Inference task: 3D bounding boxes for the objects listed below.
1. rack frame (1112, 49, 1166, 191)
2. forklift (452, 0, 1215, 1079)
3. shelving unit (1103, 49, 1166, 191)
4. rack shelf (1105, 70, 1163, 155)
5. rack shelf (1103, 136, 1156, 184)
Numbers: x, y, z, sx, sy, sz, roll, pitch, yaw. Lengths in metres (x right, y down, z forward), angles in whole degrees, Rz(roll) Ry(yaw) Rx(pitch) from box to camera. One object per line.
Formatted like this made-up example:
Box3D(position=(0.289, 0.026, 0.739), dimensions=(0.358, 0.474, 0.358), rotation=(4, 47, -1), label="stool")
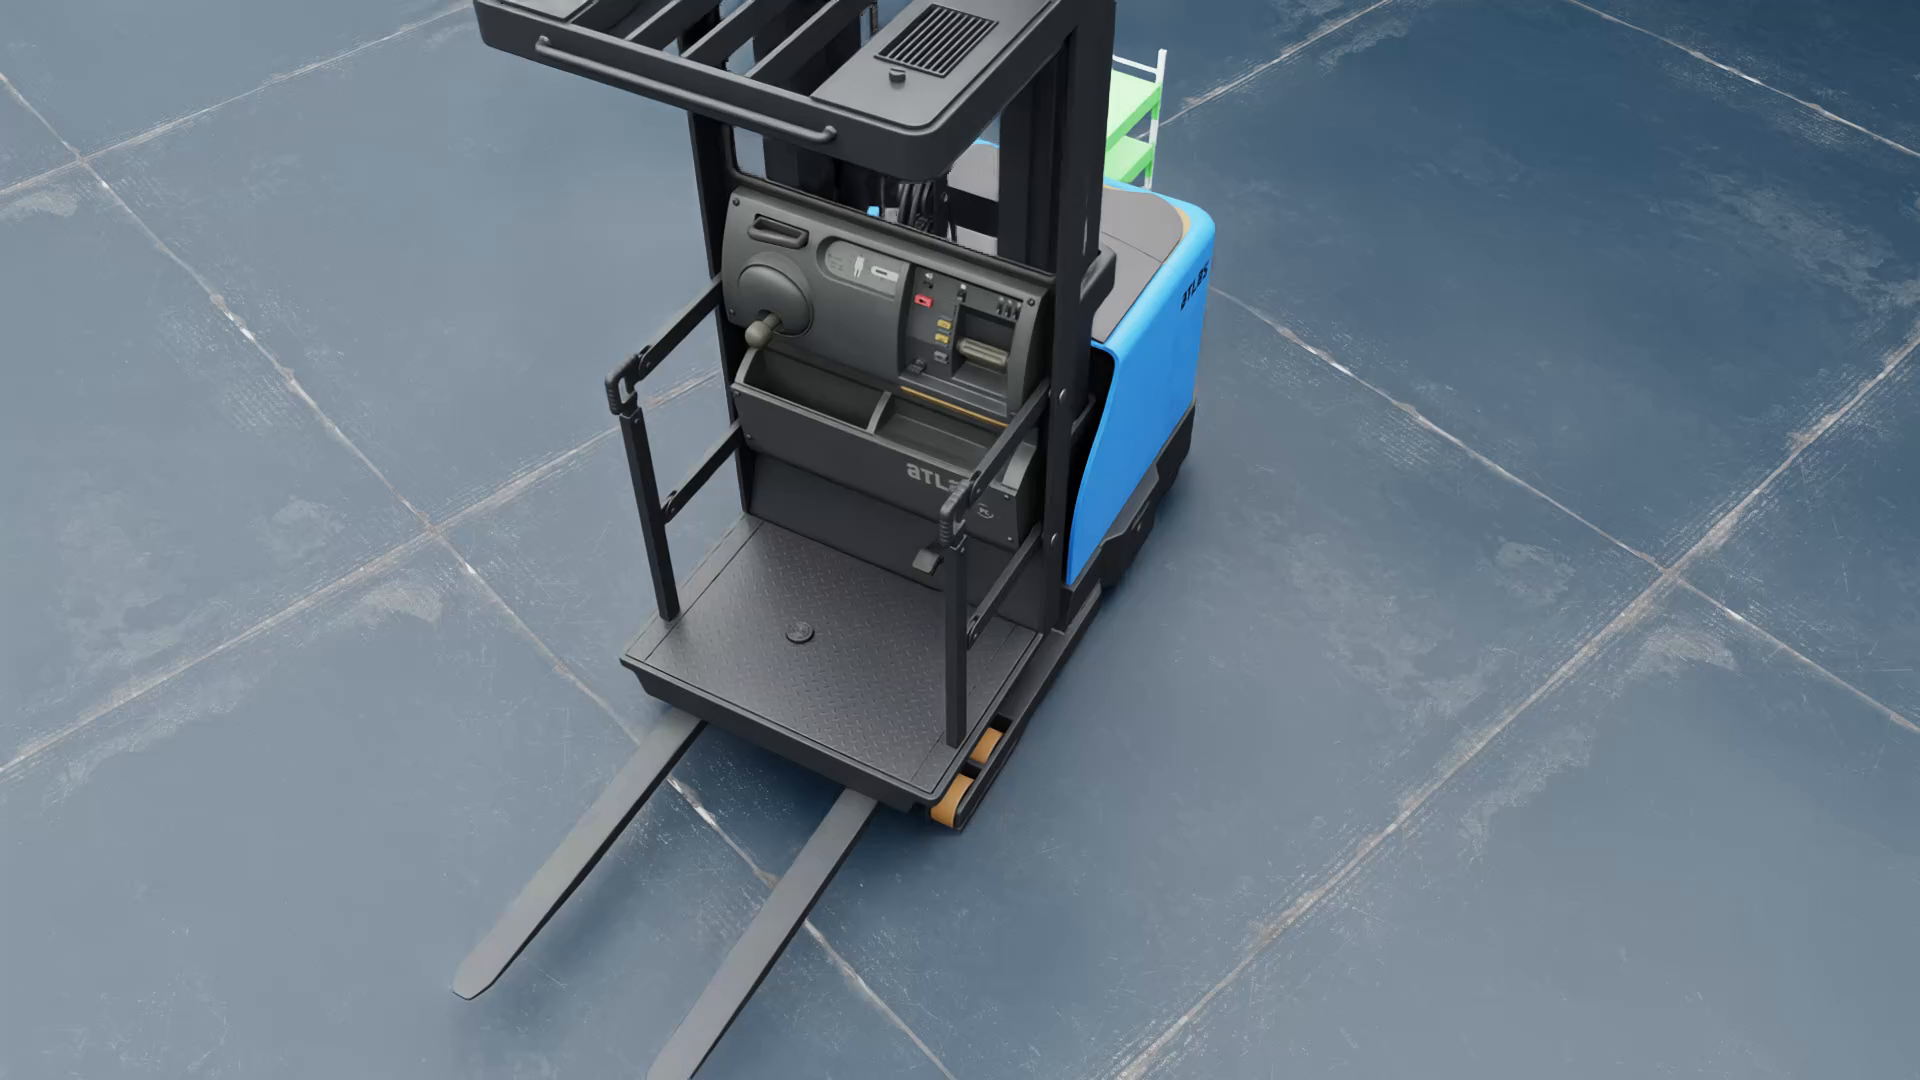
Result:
Box3D(position=(0.588, -1.290, 6.123), dimensions=(0.240, 1.200, 0.015), rotation=(24, 50, 21), label="rack frame")
Box3D(position=(-0.320, -0.524, 4.239), dimensions=(1.130, 2.935, 3.031), rotation=(22, 51, 19), label="forklift")
Box3D(position=(0.461, -1.140, 5.978), dimensions=(0.258, 1.200, 0.503), rotation=(24, 50, 21), label="shelving unit")
Box3D(position=(0.466, -1.429, 5.678), dimensions=(0.258, 0.148, 0.480), rotation=(24, 50, 21), label="rack shelf")
Box3D(position=(0.463, -1.262, 5.851), dimensions=(0.258, 0.148, 0.480), rotation=(24, 50, 21), label="rack shelf")
